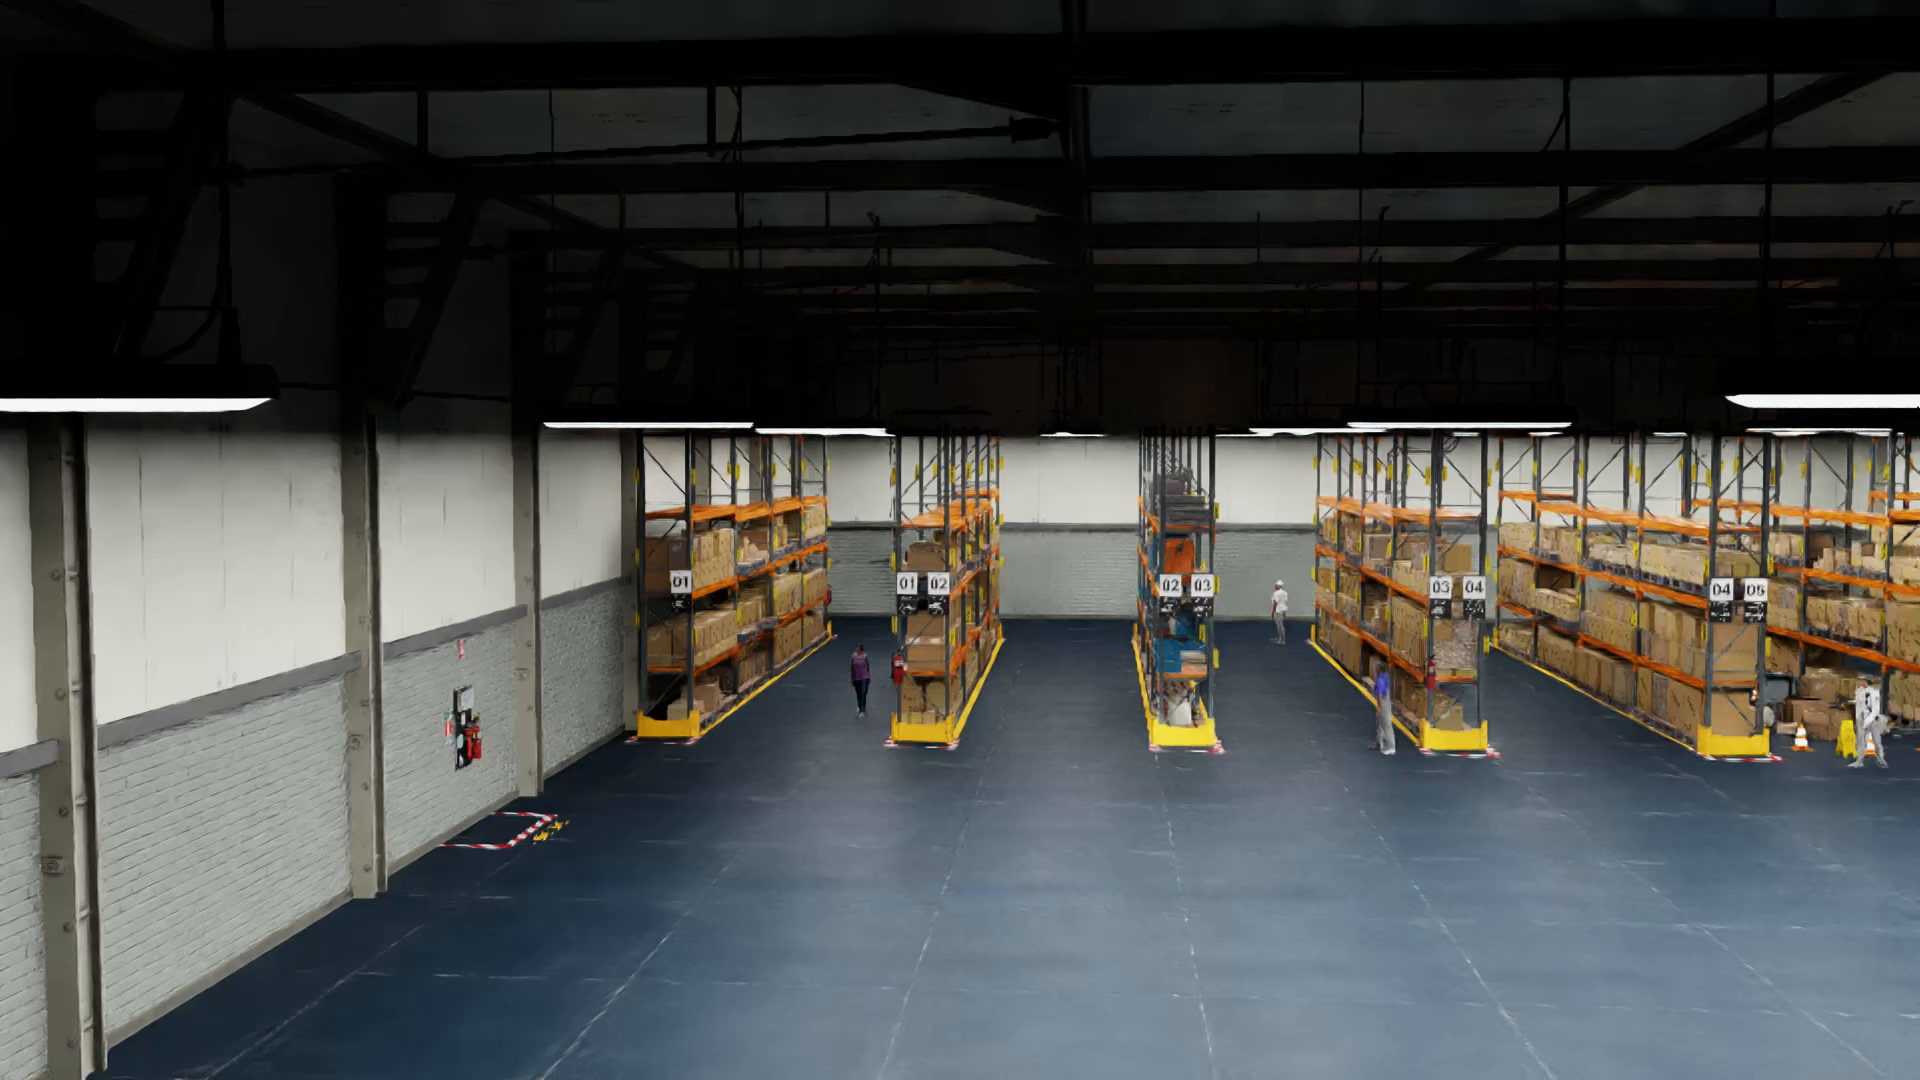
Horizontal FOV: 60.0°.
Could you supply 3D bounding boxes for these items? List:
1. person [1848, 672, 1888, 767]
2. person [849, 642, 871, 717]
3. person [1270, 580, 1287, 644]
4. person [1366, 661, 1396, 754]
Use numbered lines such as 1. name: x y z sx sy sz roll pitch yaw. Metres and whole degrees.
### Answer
1. person: 15.835 3.129 28.977 0.677 1.658 0.500 -2 4 -25
2. person: -2.081 2.858 34.401 0.418 1.499 1.034 0 4 8
3. person: 8.908 1.996 46.542 0.573 1.764 0.669 2 4 34
4. person: 7.689 3.042 30.356 0.556 1.632 0.603 1 4 20
